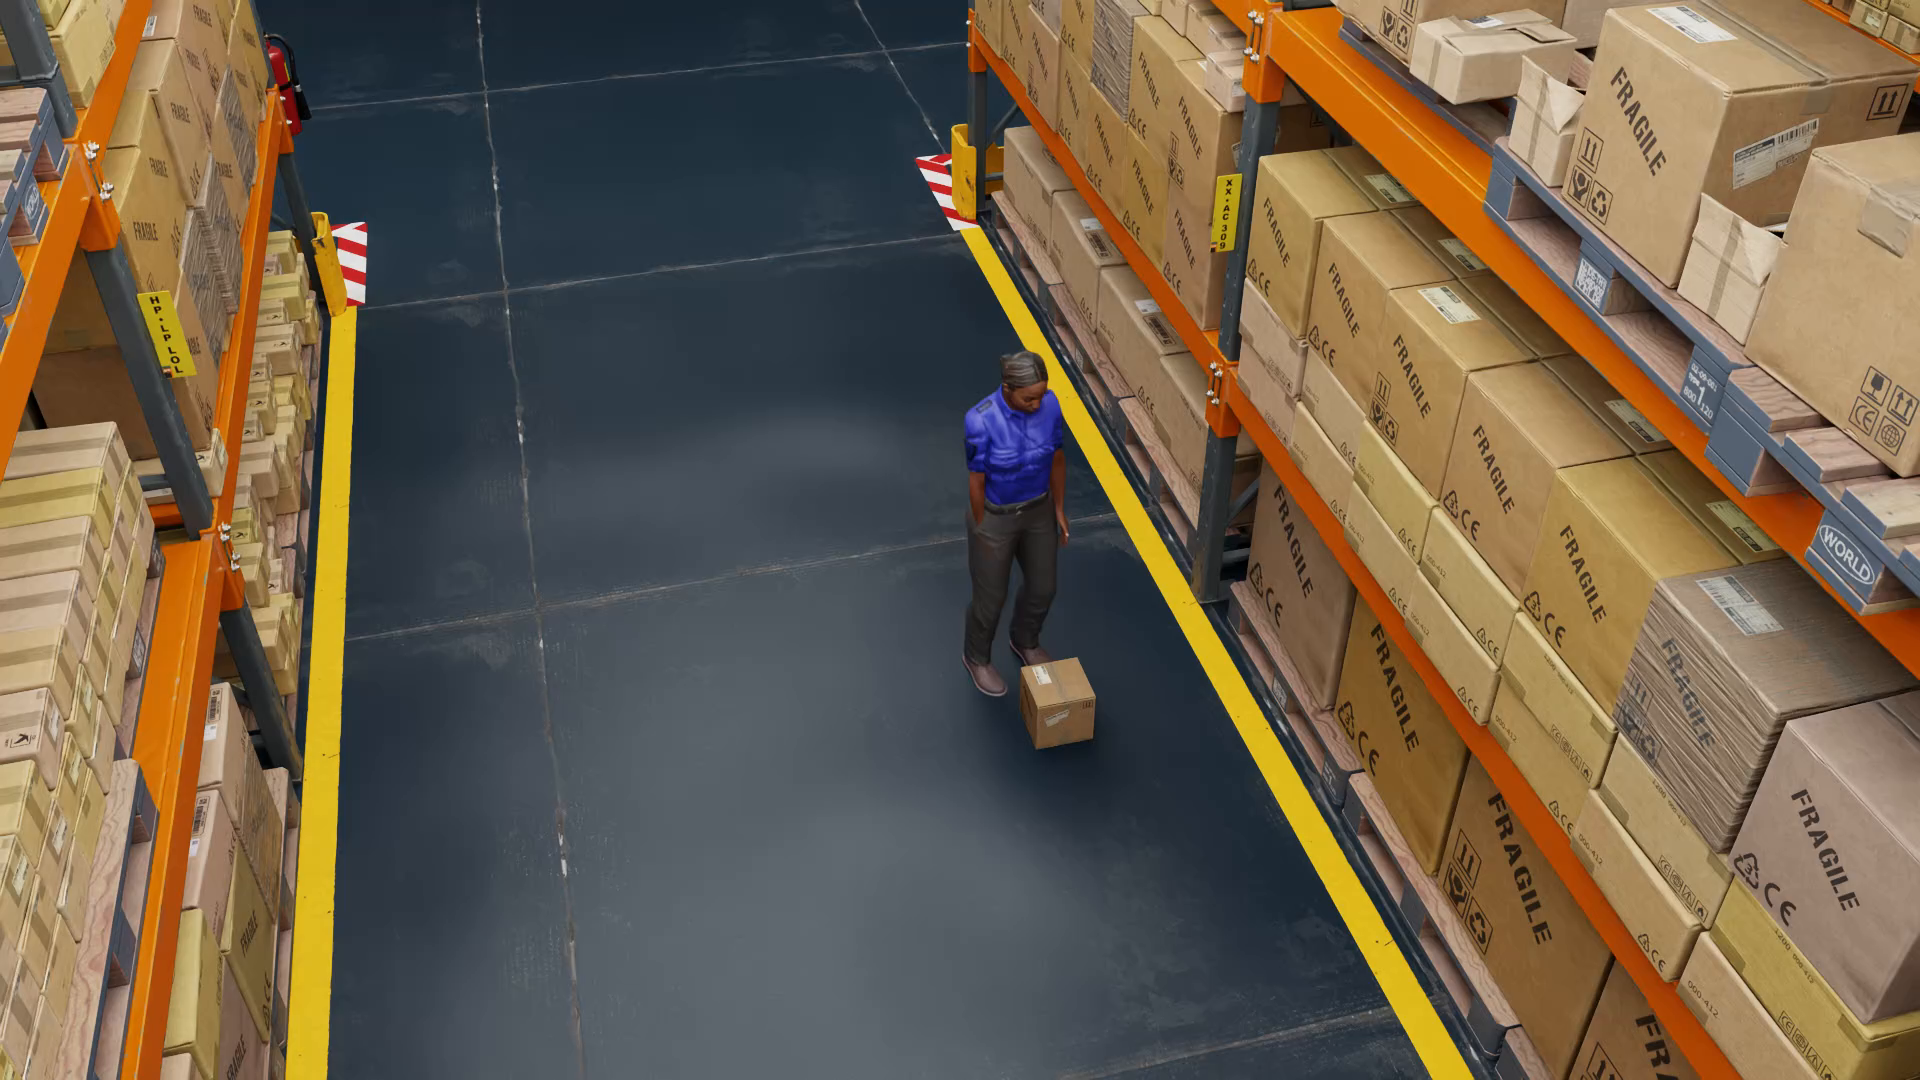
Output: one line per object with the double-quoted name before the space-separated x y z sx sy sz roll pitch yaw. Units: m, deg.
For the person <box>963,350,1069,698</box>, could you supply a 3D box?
"person" 0.234 -0.082 6.844 0.443 1.647 0.315 -18 42 -21
